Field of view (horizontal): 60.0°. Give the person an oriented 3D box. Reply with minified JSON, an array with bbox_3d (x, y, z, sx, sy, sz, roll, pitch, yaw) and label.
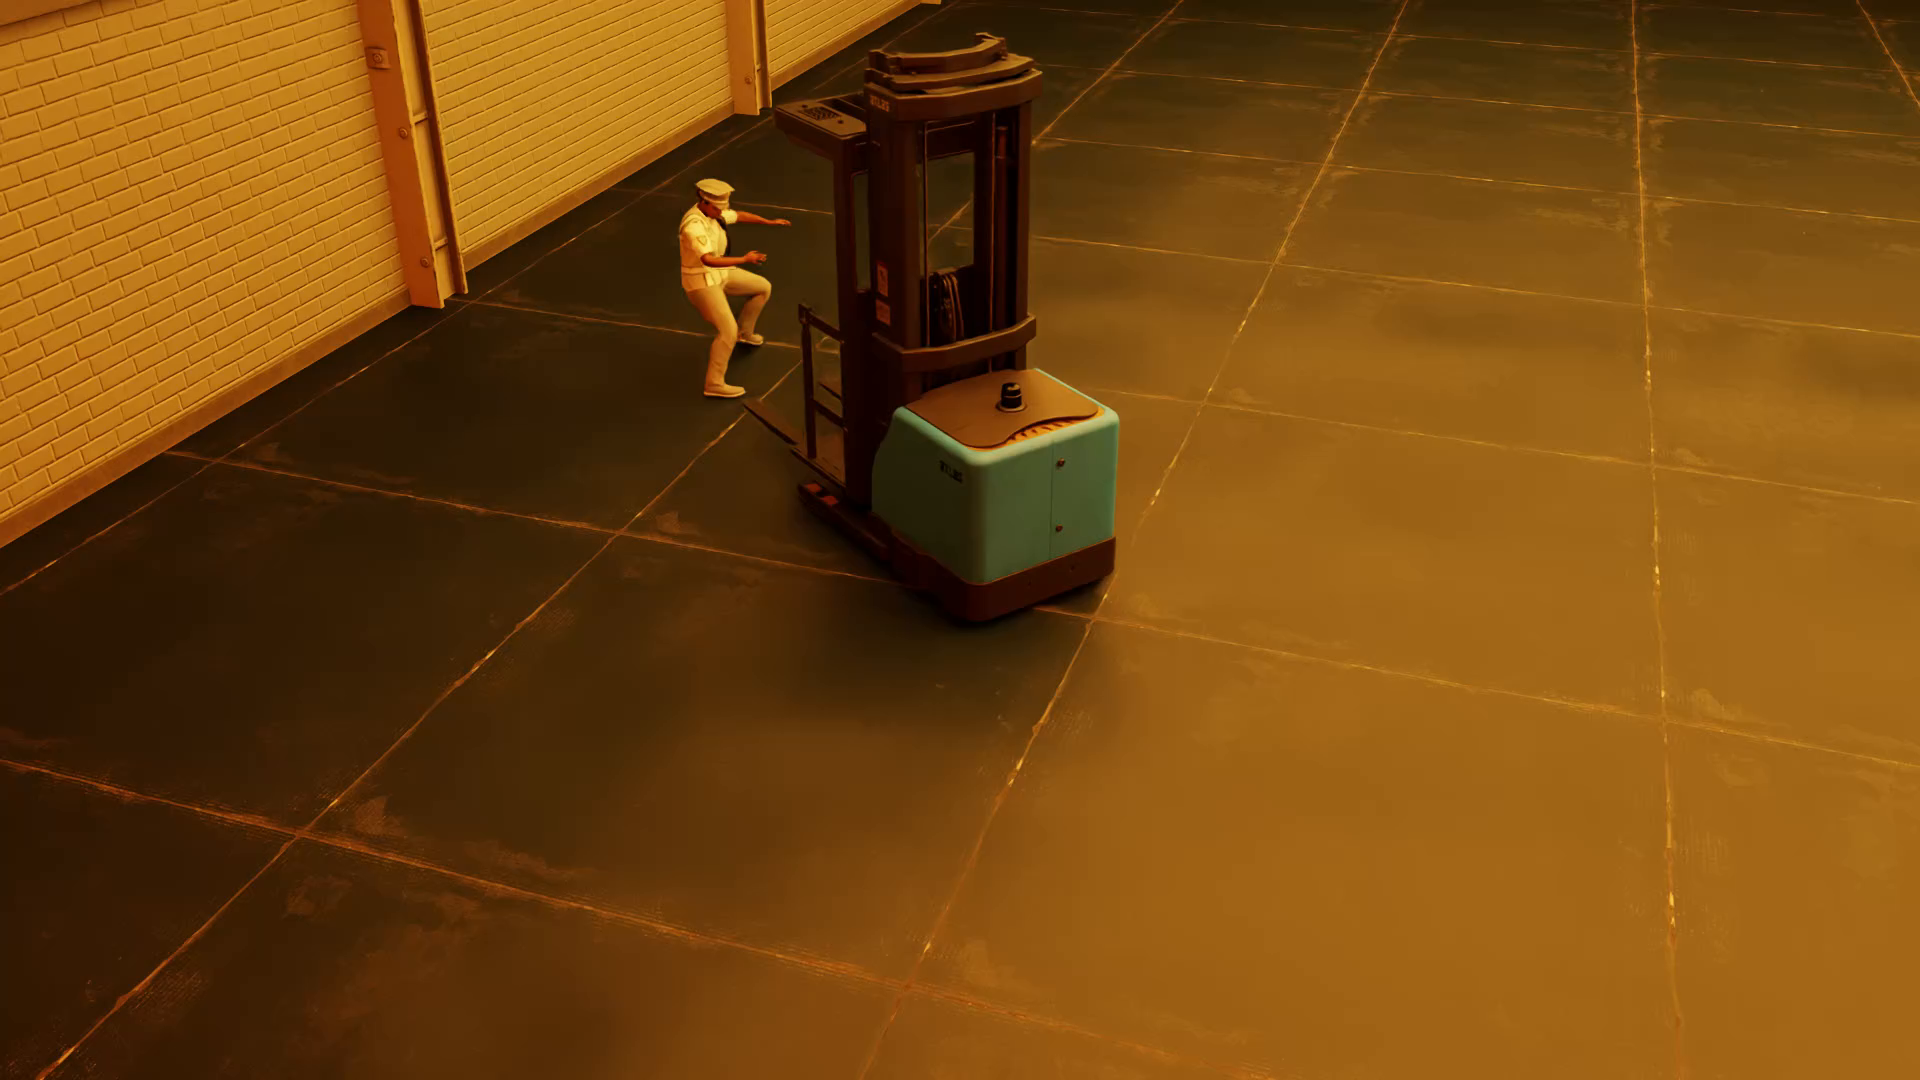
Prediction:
[{"bbox_3d":[-1.889,-2.338,12.530,0.625,1.663,0.435,-12,32,-21],"label":"person"}]

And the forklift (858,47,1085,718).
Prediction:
[{"bbox_3d":[0.035,-0.972,8.842,1.130,2.935,3.031,-2,30,-3],"label":"forklift"}]
